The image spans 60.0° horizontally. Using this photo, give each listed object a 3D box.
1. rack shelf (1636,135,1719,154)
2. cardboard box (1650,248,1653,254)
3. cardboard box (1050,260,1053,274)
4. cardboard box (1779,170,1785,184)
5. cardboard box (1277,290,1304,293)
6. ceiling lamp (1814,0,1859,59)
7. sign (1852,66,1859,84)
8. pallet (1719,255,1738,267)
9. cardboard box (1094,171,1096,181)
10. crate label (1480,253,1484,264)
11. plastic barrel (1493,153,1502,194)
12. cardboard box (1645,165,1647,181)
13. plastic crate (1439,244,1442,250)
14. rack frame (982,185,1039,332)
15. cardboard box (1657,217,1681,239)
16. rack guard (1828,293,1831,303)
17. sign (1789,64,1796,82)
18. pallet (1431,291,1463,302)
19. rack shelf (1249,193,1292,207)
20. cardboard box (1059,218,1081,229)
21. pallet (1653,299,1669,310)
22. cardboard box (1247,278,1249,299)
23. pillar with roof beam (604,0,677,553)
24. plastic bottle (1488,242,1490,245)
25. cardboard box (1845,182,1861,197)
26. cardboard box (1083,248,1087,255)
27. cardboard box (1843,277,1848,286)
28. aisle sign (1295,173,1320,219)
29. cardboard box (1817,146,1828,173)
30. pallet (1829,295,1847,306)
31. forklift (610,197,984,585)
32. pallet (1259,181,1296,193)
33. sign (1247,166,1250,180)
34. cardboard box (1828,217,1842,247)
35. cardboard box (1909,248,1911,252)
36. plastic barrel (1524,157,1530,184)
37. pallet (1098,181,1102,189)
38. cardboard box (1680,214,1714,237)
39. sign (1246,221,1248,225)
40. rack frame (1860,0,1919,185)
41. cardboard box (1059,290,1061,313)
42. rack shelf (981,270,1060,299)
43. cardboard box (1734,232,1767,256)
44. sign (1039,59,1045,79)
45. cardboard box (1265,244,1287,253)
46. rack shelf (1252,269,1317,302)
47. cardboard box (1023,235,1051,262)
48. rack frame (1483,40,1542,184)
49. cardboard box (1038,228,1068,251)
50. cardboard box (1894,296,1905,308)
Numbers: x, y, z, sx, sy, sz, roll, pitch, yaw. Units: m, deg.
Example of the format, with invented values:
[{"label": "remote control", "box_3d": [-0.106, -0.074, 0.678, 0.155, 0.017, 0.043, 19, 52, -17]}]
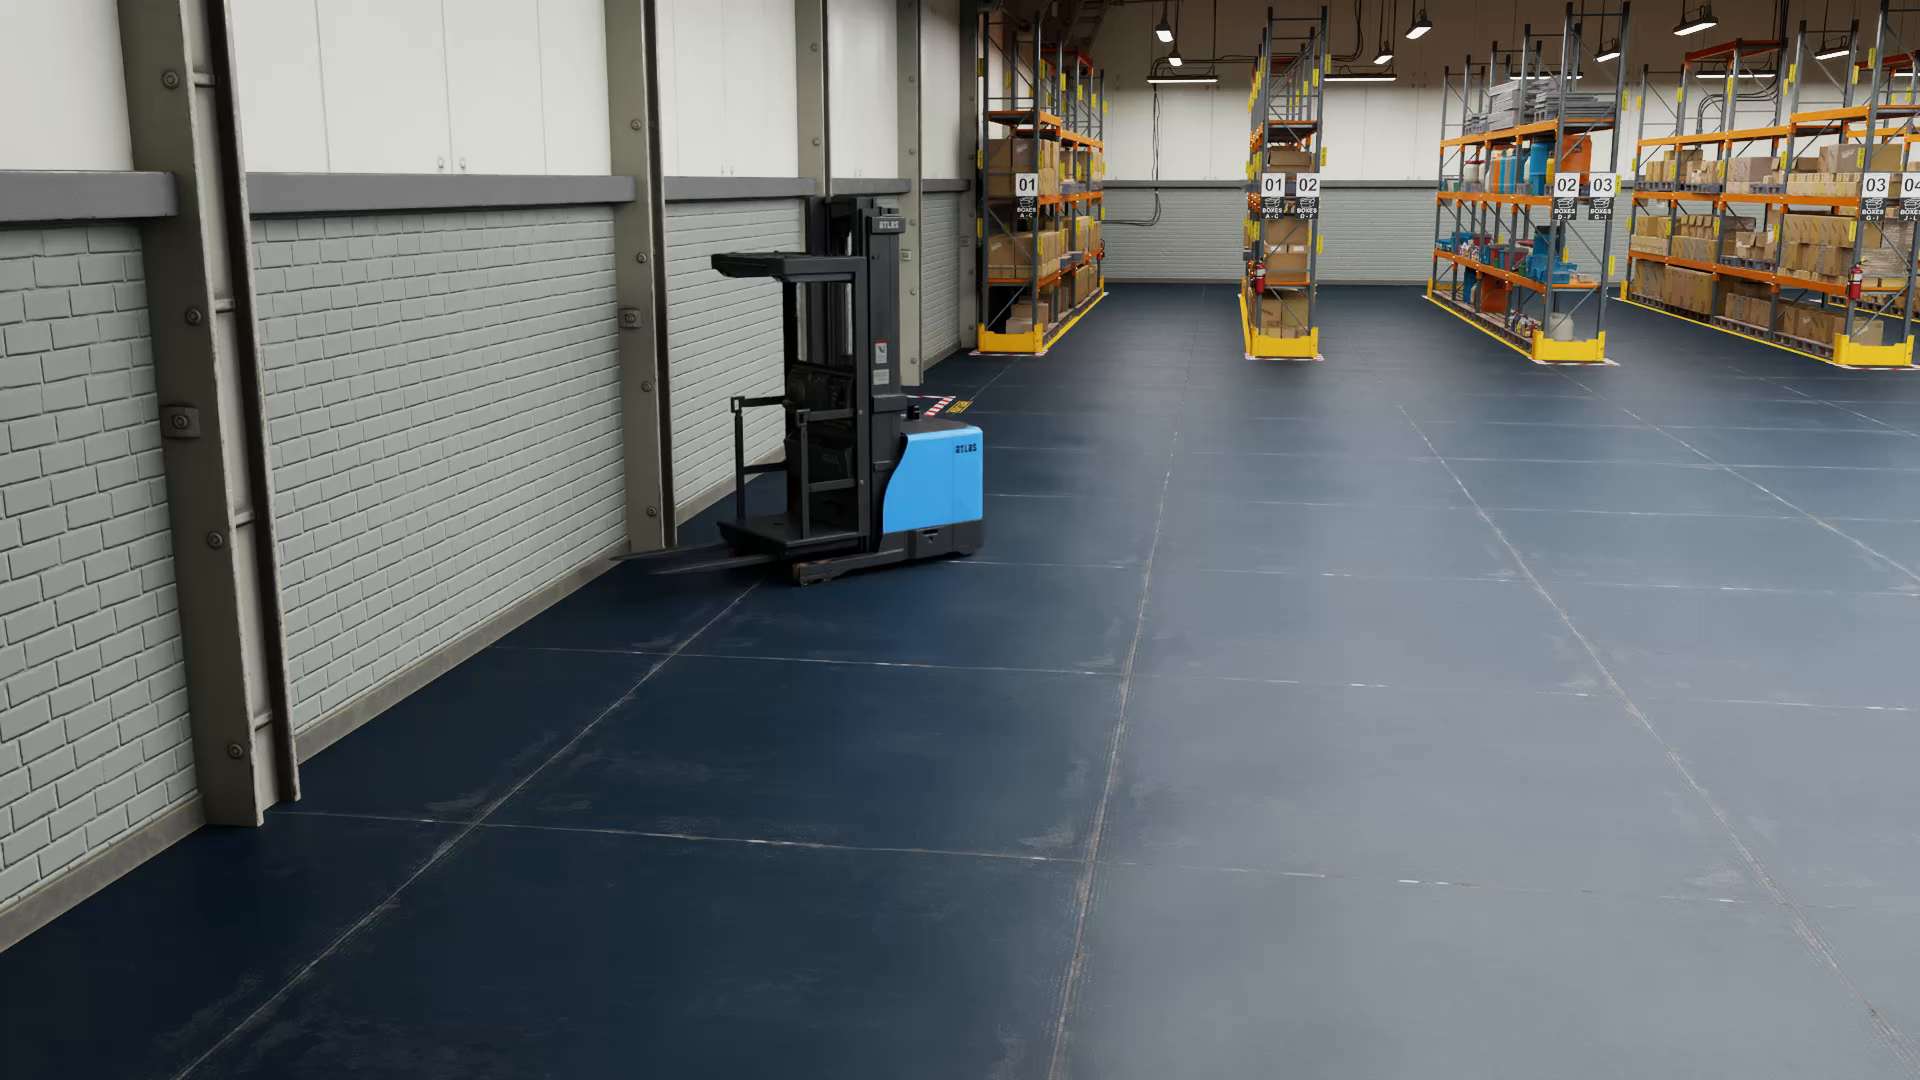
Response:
[{"label": "rack shelf", "box_3d": [17.752, -9.765, 41.101, 1.077, 0.370, 4.000, 2, 12, 9]}, {"label": "cardboard box", "box_3d": [17.365, -7.182, 41.295, 0.380, 0.149, 0.250, 2, 12, 8]}, {"label": "cardboard box", "box_3d": [1.534, -5.294, 32.247, 0.500, 0.250, 0.500, 2, 12, 9]}, {"label": "cardboard box", "box_3d": [16.260, -7.103, 32.533, 0.396, 0.266, 0.258, 2, 12, 11]}, {"label": "cardboard box", "box_3d": [6.482, -4.640, 32.653, 0.500, 0.500, 0.500, 2, 12, 9]}, {"label": "ceiling lamp", "box_3d": [20.039, -12.486, 37.216, 0.800, 3.185, 2.000, 2, 12, 9]}, {"label": "sign", "box_3d": [16.747, -8.704, 31.118, 0.100, 0.325, 0.005, 2, 12, 9]}, {"label": "pallet", "box_3d": [16.825, -5.885, 35.136, 1.213, 0.211, 1.003, 2, 12, 9]}, {"label": "cardboard box", "box_3d": [3.220, -9.333, 42.680, 0.500, 0.250, 0.500, 2, 12, 7]}, {"label": "crate label", "box_3d": [11.500, -6.134, 36.231, 0.303, 0.233, 0.416, 2, 12, 9]}, {"label": "plastic barrel", "box_3d": [11.494, -7.667, 34.811, 0.600, 0.830, 0.708, 2, 12, 9]}, {"label": "cardboard box", "box_3d": [18.032, -9.455, 42.656, 0.700, 0.500, 0.500, 1, 12, 5]}, {"label": "plastic crate", "box_3d": [12.567, -7.611, 43.172, 0.250, 0.136, 0.298, 2, 12, 9]}, {"label": "rack frame", "box_3d": [0.916, -4.947, 30.326, 1.000, 3.000, 0.127, 2, 12, 9]}, {"label": "cardboard box", "box_3d": [17.332, -7.610, 40.557, 0.500, 0.500, 0.500, 2, 12, 9]}, {"label": "rack guard", "box_3d": [22.933, -6.376, 42.894, 1.175, 0.500, 0.348, 2, 12, 9]}, {"label": "sign", "box_3d": [15.665, -8.781, 31.287, 0.100, 0.325, 0.005, 2, 12, 9]}, {"label": "pallet", "box_3d": [13.000, -6.423, 43.795, 1.003, 0.211, 1.213, 2, 12, 9]}, {"label": "rack shelf", "box_3d": [7.349, -7.983, 39.004, 1.077, 0.370, 4.000, 2, 12, 9]}, {"label": "cardboard box", "box_3d": [2.552, -7.381, 38.850, 0.500, 0.250, 0.500, 2, 12, 8]}, {"label": "pallet", "box_3d": [17.639, -5.756, 40.700, 1.003, 0.211, 1.213, 2, 12, 9]}, {"label": "cardboard box", "box_3d": [7.341, -6.185, 40.963, 0.500, 0.500, 0.500, 1, 12, 6]}, {"label": "pillar with roof beam", "box_3d": [1.654, -4.167, 12.467, 9.100, 9.000, 0.400, 2, 12, 9]}, {"label": "plastic bottle", "box_3d": [12.590, -6.902, 39.518, 0.144, 0.351, 0.185, 2, 12, 9]}, {"label": "cardboard box", "box_3d": [15.422, -5.967, 28.296, 0.500, 0.250, 0.500, 2, 12, 10]}, {"label": "cardboard box", "box_3d": [2.906, -7.089, 40.818, 0.380, 0.149, 0.250, 2, 12, 9]}, {"label": "cardboard box", "box_3d": [15.478, -4.460, 28.667, 0.380, 0.149, 0.250, 2, 12, 9]}, {"label": "aisle sign", "box_3d": [6.103, -6.034, 29.202, 0.394, 0.787, 0.004, 2, 12, 9]}, {"label": "cardboard box", "box_3d": [16.397, -7.101, 31.072, 0.500, 0.500, 0.500, 2, 12, 7]}, {"label": "pallet", "box_3d": [22.773, -6.067, 42.145, 1.003, 0.211, 1.213, 2, 12, 9]}, {"label": "forklift", "box_3d": [-1.283, -1.209, 13.148, 3.031, 2.935, 1.130, -9, 15, -36]}, {"label": "pallet", "box_3d": [6.130, -6.611, 31.140, 1.003, 0.211, 1.213, 2, 12, 9]}, {"label": "sign", "box_3d": [7.119, -9.020, 40.880, 0.100, 0.325, 0.005, 2, 12, 9]}, {"label": "cardboard box", "box_3d": [15.510, -5.375, 28.997, 0.500, 0.500, 0.500, 2, 12, 9]}, {"label": "cardboard box", "box_3d": [21.657, -6.582, 37.513, 0.380, 0.149, 0.250, 1, 12, 6]}, {"label": "plastic barrel", "box_3d": [11.060, -7.101, 31.942, 0.421, 0.512, 0.421, 0, 12, 0]}, {"label": "pallet", "box_3d": [3.273, -9.546, 44.756, 1.003, 0.211, 1.213, 2, 12, 9]}, {"label": "cardboard box", "box_3d": [17.354, -7.369, 38.949, 0.797, 0.503, 0.637, 2, 12, 7]}, {"label": "sign", "box_3d": [7.119, -7.724, 41.159, 0.100, 0.325, 0.005, 2, 12, 9]}, {"label": "rack frame", "box_3d": [15.599, -7.398, 27.460, 1.000, 3.000, 0.127, 2, 12, 9]}, {"label": "cardboard box", "box_3d": [1.844, -5.246, 36.603, 0.700, 0.500, 0.500, 2, 12, 8]}, {"label": "rack shelf", "box_3d": [1.223, -5.011, 32.334, 1.077, 0.370, 4.000, 2, 12, 9]}, {"label": "cardboard box", "box_3d": [16.786, -6.271, 35.237, 0.500, 0.500, 0.500, 0, 12, 2]}, {"label": "sign", "box_3d": [1.452, -8.357, 29.506, 0.100, 0.325, 0.005, 2, 12, 9]}, {"label": "cardboard box", "box_3d": [5.681, -5.239, 29.904, 0.380, 0.149, 0.250, 2, 12, 8]}, {"label": "rack shelf", "box_3d": [6.118, -4.852, 31.593, 1.077, 0.370, 4.000, 2, 12, 9]}, {"label": "cardboard box", "box_3d": [1.457, -5.549, 31.651, 0.500, 0.500, 0.500, 1, 12, 7]}, {"label": "rack frame", "box_3d": [11.935, -9.224, 35.932, 1.000, 3.000, 0.127, 2, 12, 9]}, {"label": "cardboard box", "box_3d": [2.083, -6.778, 37.542, 0.700, 0.500, 0.500, 0, 12, 2]}, {"label": "cardboard box", "box_3d": [21.954, -5.620, 38.385, 0.500, 0.500, 0.500, 2, 12, 11]}]
